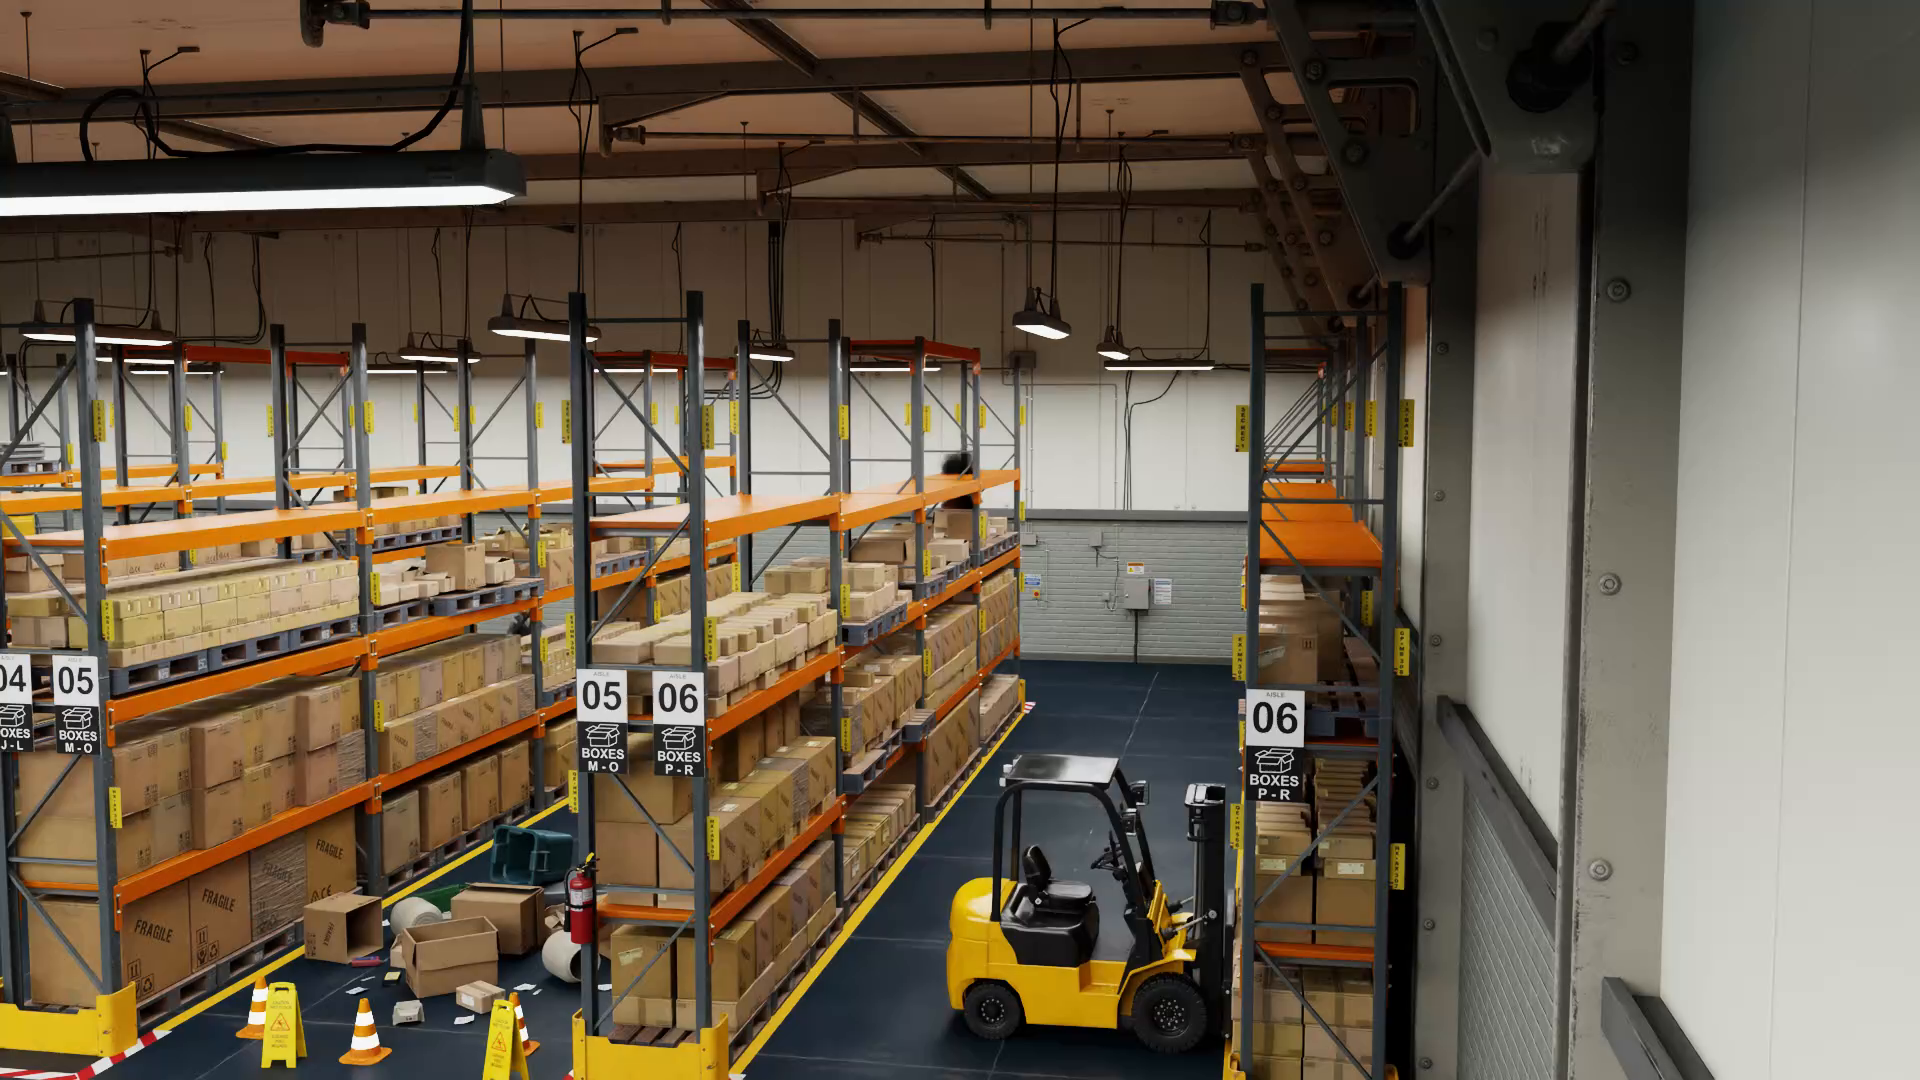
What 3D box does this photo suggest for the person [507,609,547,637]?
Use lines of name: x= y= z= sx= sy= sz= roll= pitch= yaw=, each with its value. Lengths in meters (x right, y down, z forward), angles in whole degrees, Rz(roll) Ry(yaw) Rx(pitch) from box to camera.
person: x=-7.770 y=1.941 z=29.878 sx=0.718 sy=1.670 sz=0.539 roll=-2 pitch=5 yaw=-25
